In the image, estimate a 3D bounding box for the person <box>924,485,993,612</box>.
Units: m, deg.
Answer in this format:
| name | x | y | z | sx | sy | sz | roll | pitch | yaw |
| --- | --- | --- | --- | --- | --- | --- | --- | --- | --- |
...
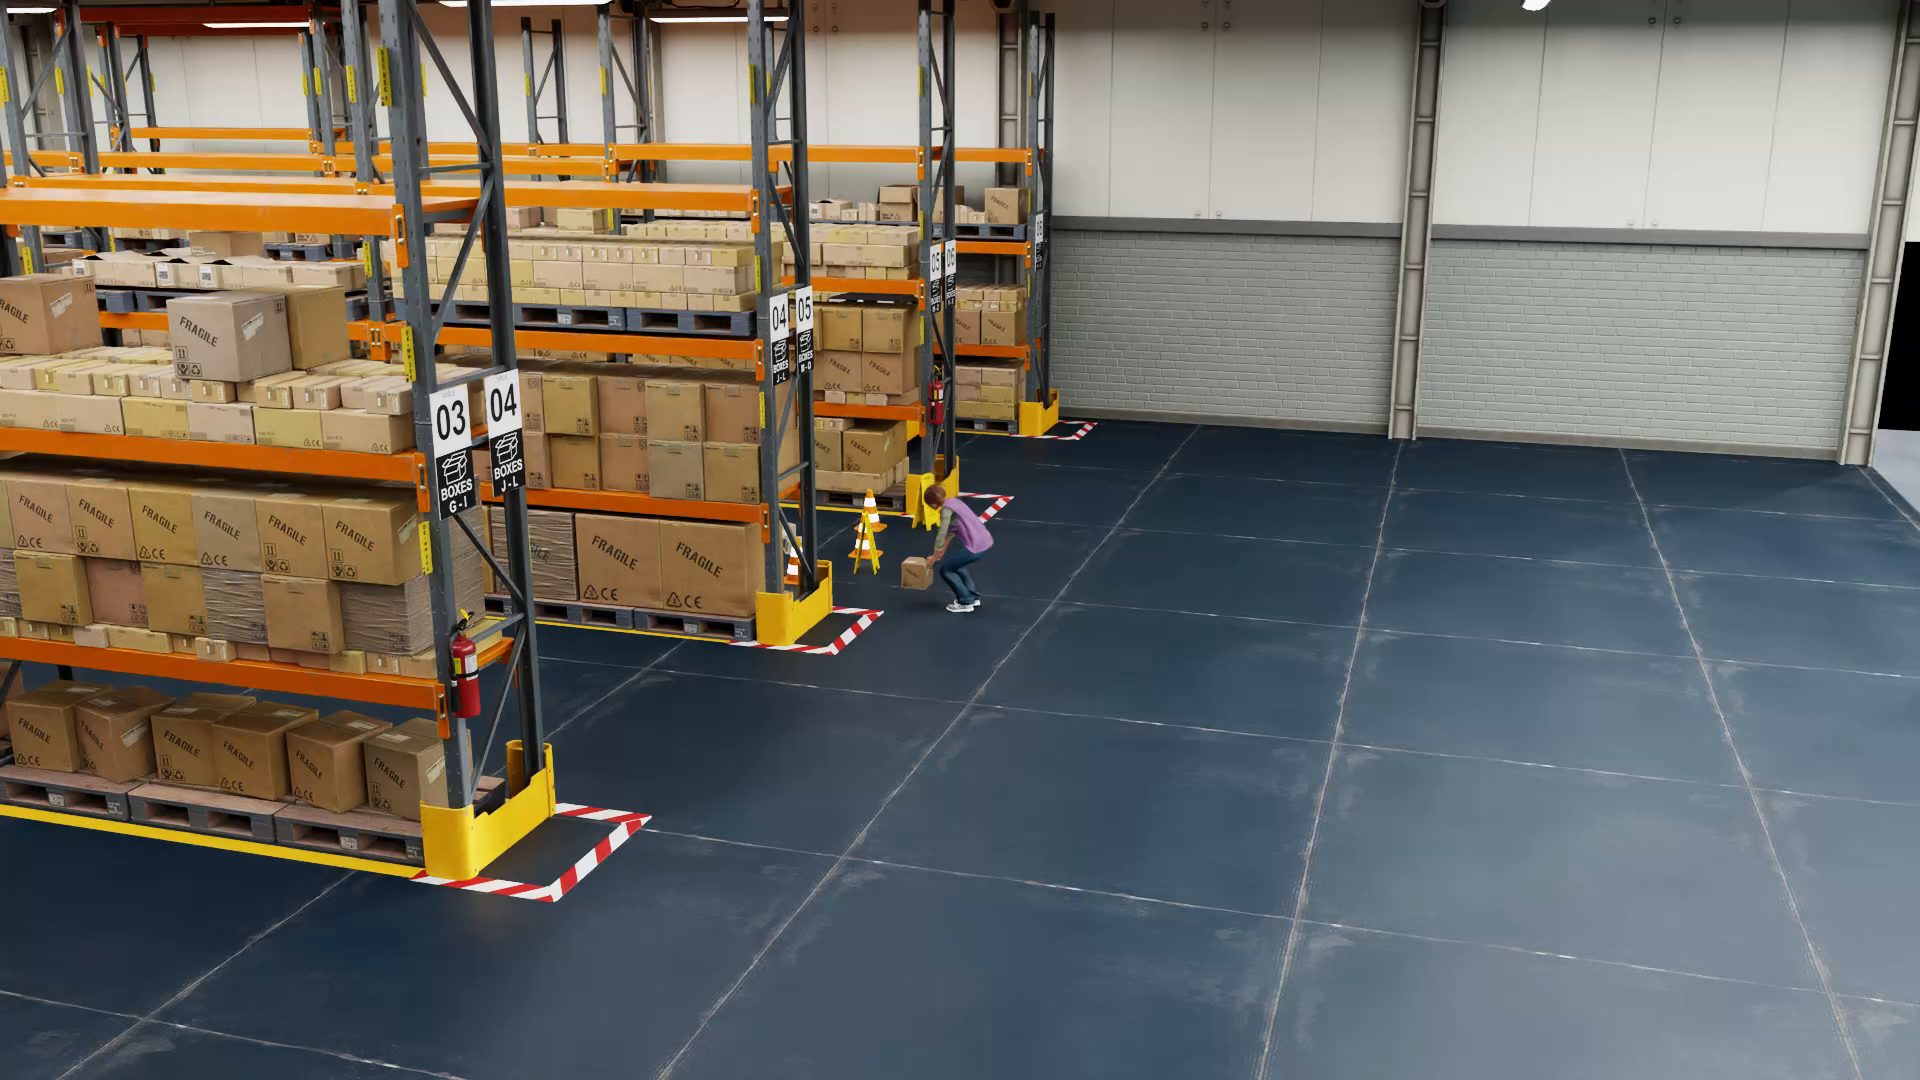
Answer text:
| name | x | y | z | sx | sy | sz | roll | pitch | yaw |
| --- | --- | --- | --- | --- | --- | --- | --- | --- | --- |
| person | -0.024 | 0.091 | 16.301 | 0.685 | 1.230 | 0.463 | 5 | 16 | 16 |
